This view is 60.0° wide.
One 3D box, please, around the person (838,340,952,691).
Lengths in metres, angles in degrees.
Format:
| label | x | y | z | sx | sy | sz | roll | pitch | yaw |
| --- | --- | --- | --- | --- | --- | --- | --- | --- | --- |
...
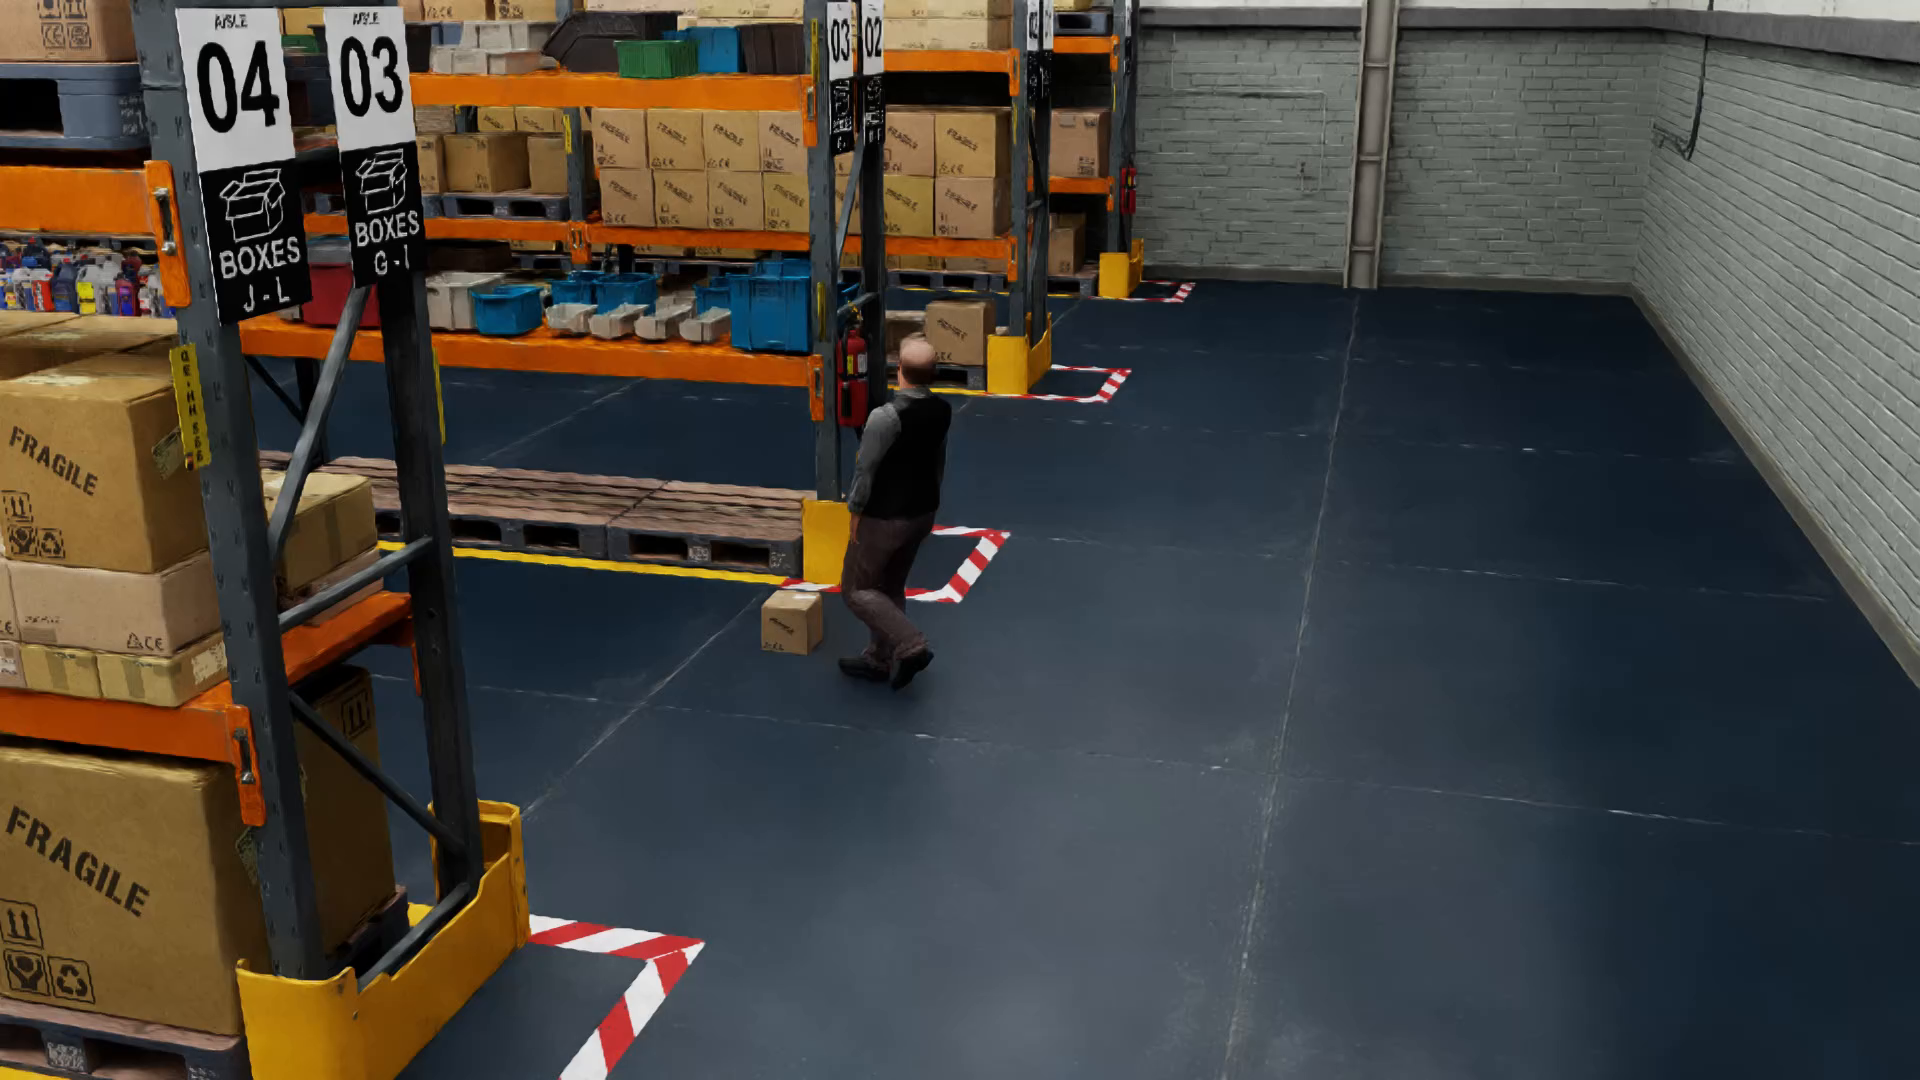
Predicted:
| label | x | y | z | sx | sy | sz | roll | pitch | yaw |
| --- | --- | --- | --- | --- | --- | --- | --- | --- | --- |
| person | -0.315 | -0.118 | 7.983 | 0.644 | 1.702 | 0.558 | 13 | 22 | 34 |
